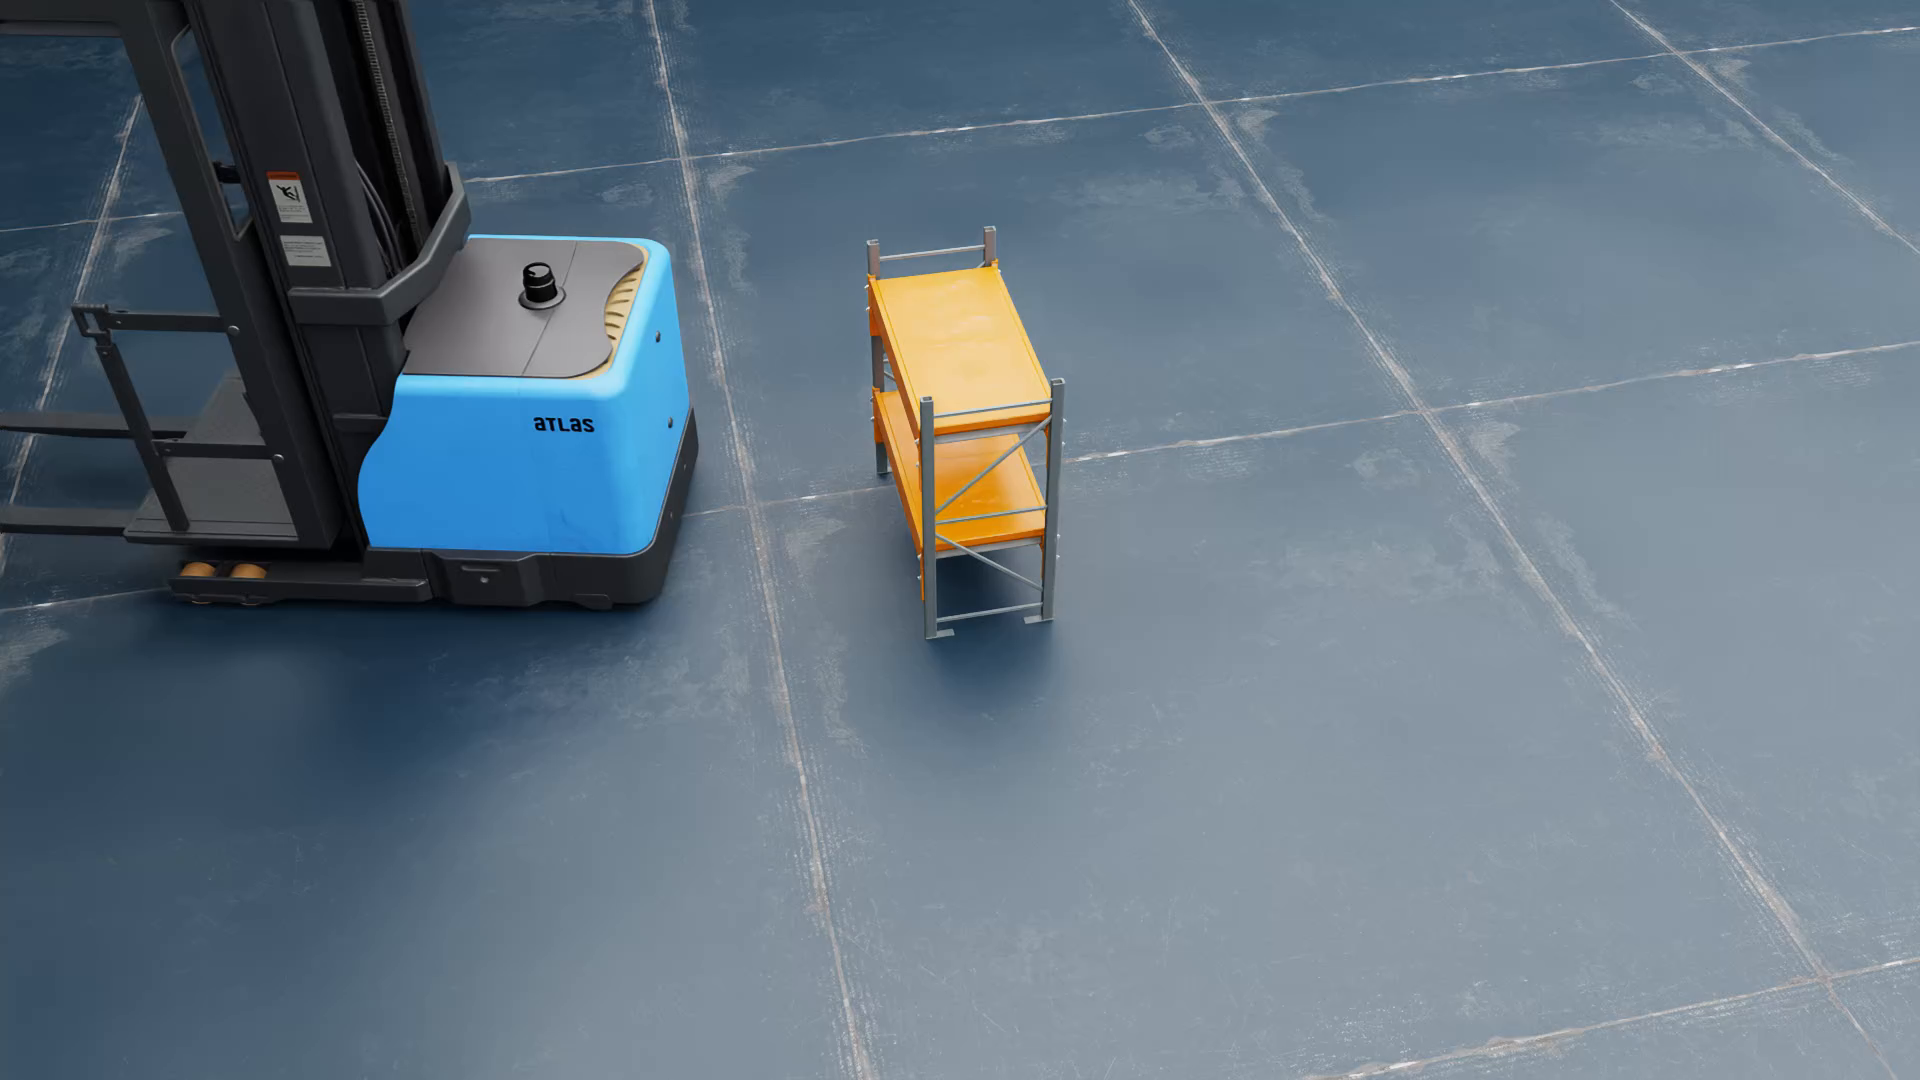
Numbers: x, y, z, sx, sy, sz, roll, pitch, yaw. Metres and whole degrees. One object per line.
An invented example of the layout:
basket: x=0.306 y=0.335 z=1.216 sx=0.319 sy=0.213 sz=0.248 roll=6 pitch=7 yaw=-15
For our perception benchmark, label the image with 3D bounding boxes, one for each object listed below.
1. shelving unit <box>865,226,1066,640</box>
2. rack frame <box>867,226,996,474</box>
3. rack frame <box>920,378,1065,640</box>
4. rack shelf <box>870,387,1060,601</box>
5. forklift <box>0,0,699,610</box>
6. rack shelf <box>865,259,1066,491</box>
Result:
shelving unit: x=0.001 y=-0.416 z=6.372 sx=0.538 sy=1.125 sz=1.048 roll=-8 pitch=42 yaw=-9
rack frame: x=-0.108 y=-0.746 z=6.743 sx=0.500 sy=1.125 sz=0.032 roll=-8 pitch=42 yaw=-9
rack frame: x=0.111 y=-0.087 z=6.000 sx=0.500 sy=1.125 sz=0.032 roll=-8 pitch=42 yaw=-9
rack shelf: x=0.001 y=-0.233 z=6.534 sx=0.538 sy=0.278 sz=1.000 roll=-8 pitch=42 yaw=-9
forklift: x=-2.643 y=-1.191 z=5.883 sx=3.031 sy=2.935 sz=1.130 roll=2 pitch=42 yaw=2
rack shelf: x=0.001 y=-0.635 z=6.177 sx=0.538 sy=0.278 sz=1.000 roll=-8 pitch=42 yaw=-9
